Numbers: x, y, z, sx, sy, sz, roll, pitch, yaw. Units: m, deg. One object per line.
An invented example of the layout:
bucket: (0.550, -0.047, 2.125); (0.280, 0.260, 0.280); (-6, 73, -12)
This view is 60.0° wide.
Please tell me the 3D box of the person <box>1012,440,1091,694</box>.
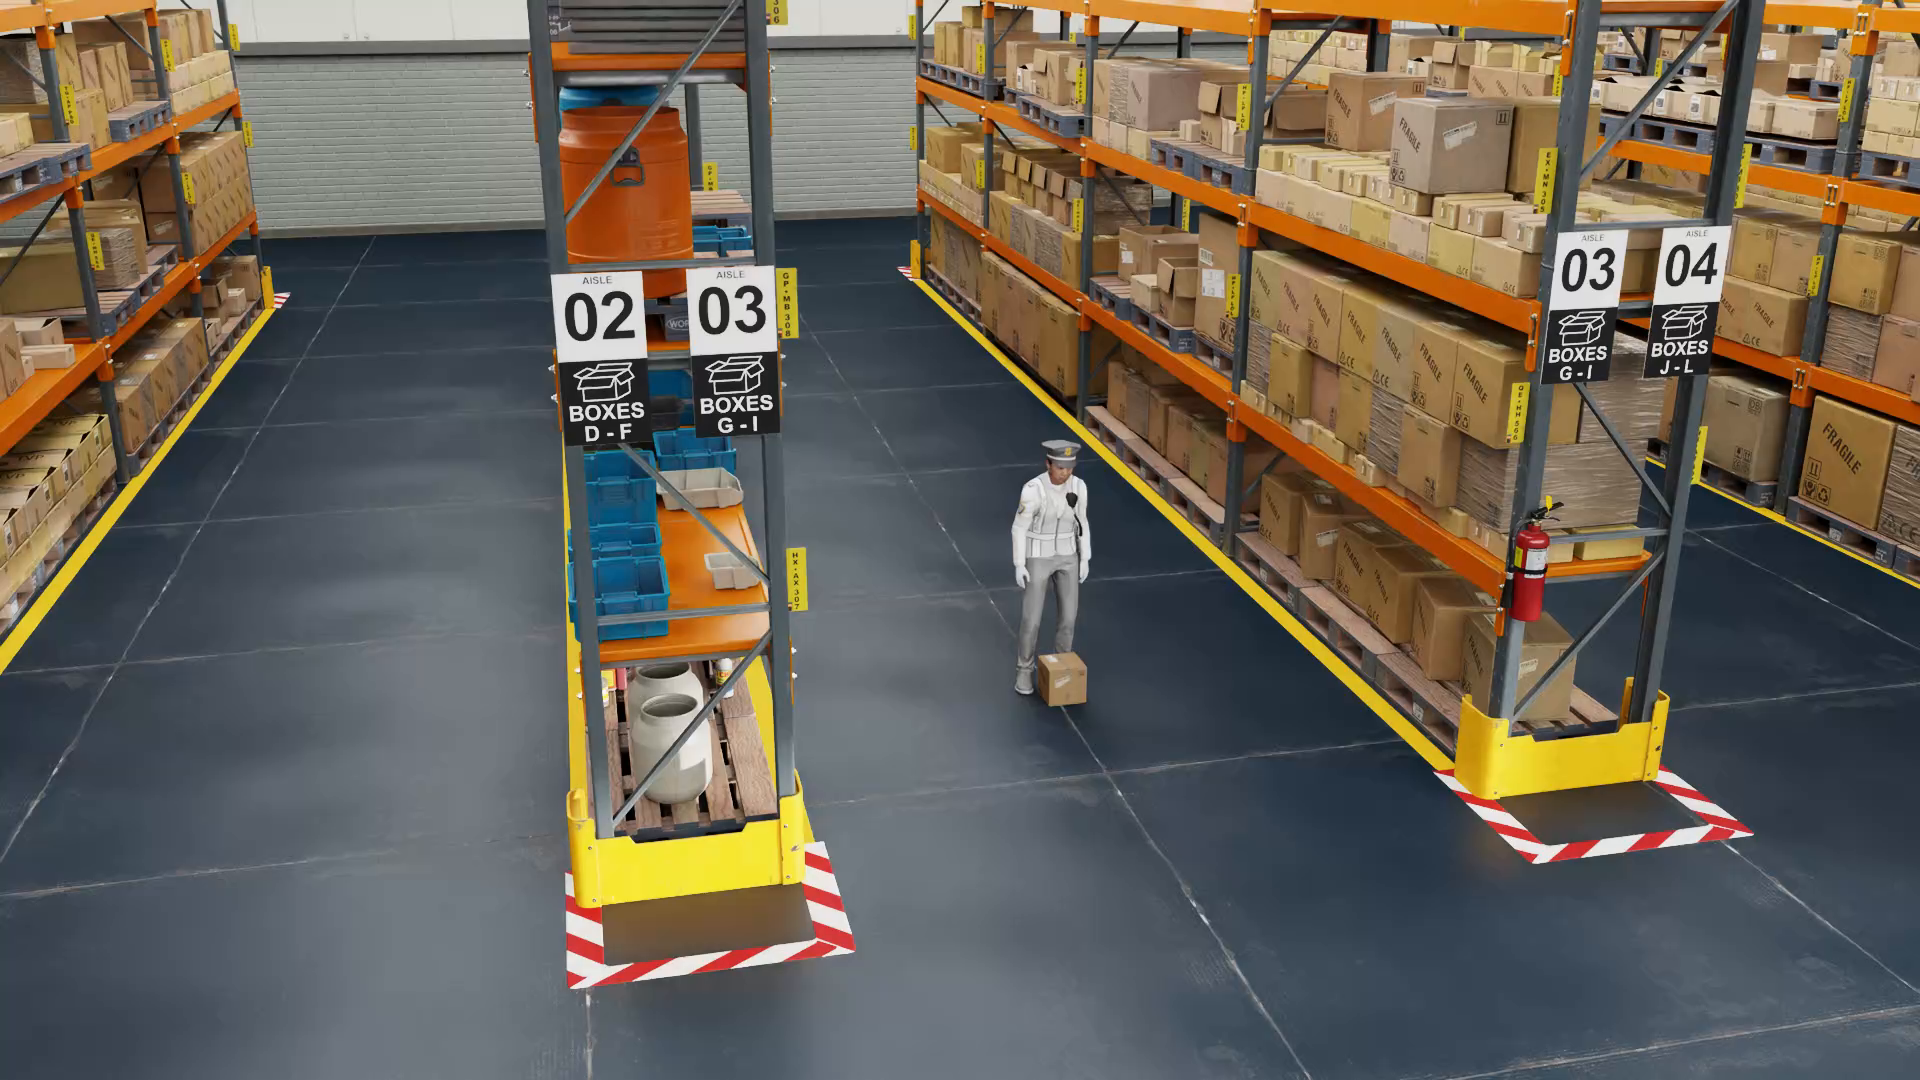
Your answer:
person: (0.592, 0.150, 10.650); (0.528, 1.662, 0.375); (-5, 20, -15)
